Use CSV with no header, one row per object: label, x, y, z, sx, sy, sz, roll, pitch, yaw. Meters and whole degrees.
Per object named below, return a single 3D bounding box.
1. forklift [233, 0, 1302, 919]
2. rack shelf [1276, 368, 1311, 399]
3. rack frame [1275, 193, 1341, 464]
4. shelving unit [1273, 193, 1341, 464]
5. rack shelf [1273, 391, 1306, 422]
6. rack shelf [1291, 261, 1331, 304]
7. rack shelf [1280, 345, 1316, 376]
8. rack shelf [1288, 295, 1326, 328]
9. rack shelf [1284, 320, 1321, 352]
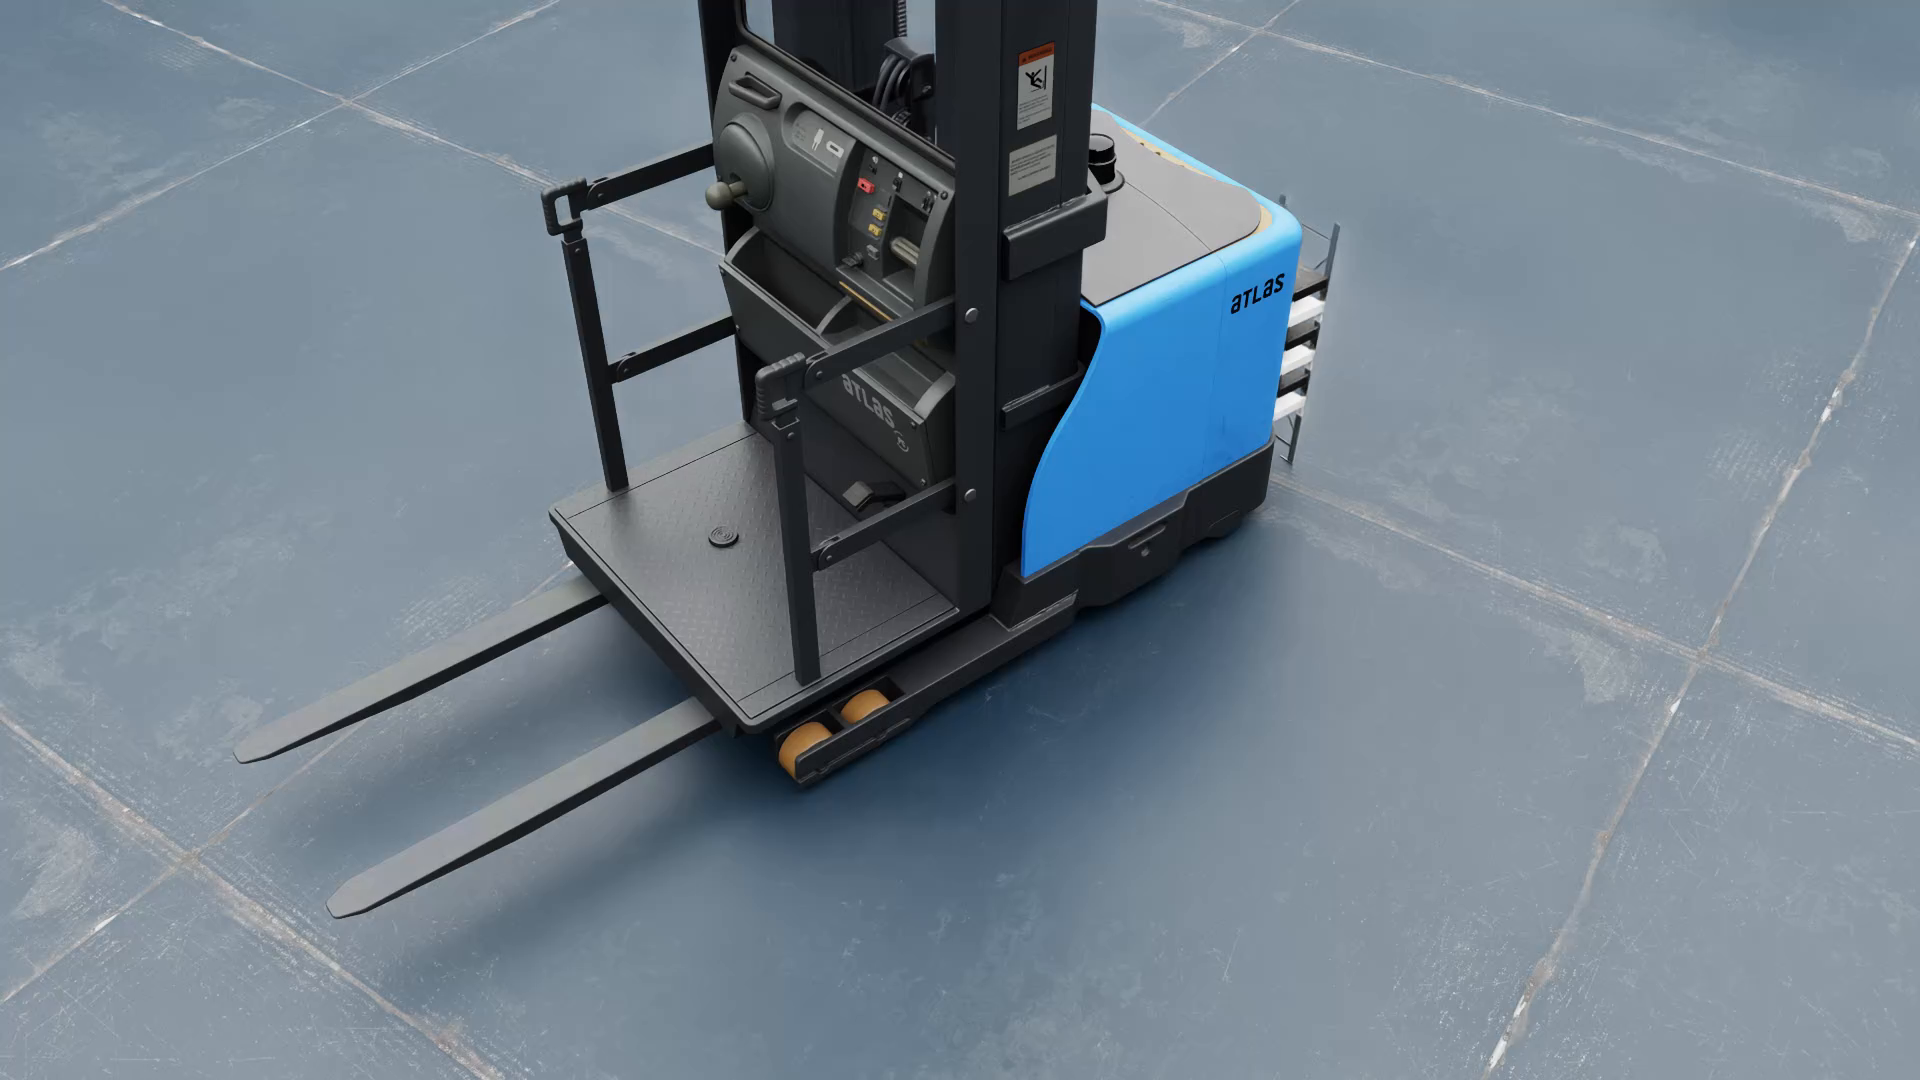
forklift,-0.492,-0.833,3.983,3.031,2.935,1.130,-28,49,-28
rack shelf,0.960,-0.524,5.340,0.200,0.077,0.258,-26,48,-29
rack frame,1.043,-0.657,5.310,0.006,0.900,0.240,-26,48,-29
shelving unit,0.964,-0.618,5.260,0.210,0.900,0.258,-26,48,-29
rack shelf,0.957,-0.456,5.398,0.200,0.077,0.258,-26,48,-29
rack shelf,0.971,-0.798,5.107,0.200,0.077,0.258,-26,48,-29
rack shelf,0.963,-0.593,5.282,0.200,0.077,0.258,-26,48,-29
rack shelf,0.968,-0.730,5.165,0.200,0.077,0.258,-26,48,-29
rack shelf,0.965,-0.661,5.223,0.200,0.077,0.258,-26,48,-29
